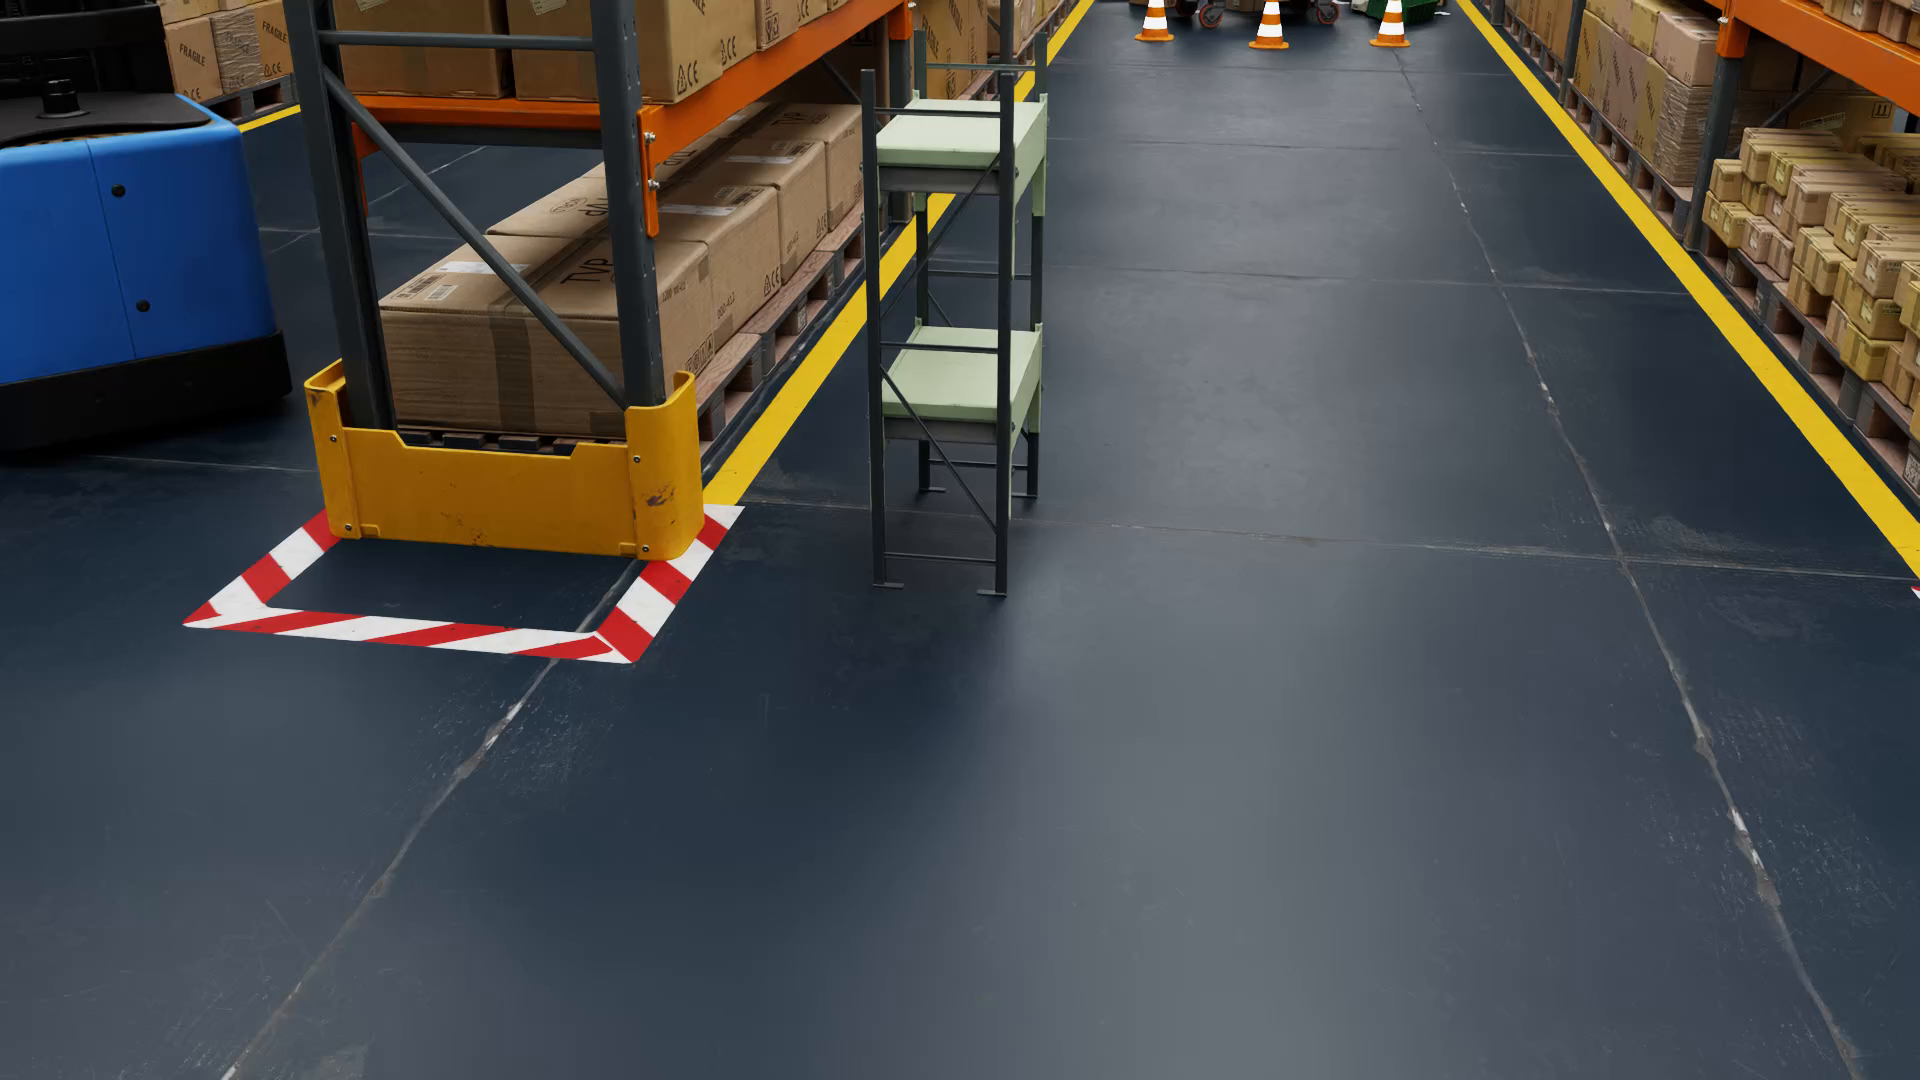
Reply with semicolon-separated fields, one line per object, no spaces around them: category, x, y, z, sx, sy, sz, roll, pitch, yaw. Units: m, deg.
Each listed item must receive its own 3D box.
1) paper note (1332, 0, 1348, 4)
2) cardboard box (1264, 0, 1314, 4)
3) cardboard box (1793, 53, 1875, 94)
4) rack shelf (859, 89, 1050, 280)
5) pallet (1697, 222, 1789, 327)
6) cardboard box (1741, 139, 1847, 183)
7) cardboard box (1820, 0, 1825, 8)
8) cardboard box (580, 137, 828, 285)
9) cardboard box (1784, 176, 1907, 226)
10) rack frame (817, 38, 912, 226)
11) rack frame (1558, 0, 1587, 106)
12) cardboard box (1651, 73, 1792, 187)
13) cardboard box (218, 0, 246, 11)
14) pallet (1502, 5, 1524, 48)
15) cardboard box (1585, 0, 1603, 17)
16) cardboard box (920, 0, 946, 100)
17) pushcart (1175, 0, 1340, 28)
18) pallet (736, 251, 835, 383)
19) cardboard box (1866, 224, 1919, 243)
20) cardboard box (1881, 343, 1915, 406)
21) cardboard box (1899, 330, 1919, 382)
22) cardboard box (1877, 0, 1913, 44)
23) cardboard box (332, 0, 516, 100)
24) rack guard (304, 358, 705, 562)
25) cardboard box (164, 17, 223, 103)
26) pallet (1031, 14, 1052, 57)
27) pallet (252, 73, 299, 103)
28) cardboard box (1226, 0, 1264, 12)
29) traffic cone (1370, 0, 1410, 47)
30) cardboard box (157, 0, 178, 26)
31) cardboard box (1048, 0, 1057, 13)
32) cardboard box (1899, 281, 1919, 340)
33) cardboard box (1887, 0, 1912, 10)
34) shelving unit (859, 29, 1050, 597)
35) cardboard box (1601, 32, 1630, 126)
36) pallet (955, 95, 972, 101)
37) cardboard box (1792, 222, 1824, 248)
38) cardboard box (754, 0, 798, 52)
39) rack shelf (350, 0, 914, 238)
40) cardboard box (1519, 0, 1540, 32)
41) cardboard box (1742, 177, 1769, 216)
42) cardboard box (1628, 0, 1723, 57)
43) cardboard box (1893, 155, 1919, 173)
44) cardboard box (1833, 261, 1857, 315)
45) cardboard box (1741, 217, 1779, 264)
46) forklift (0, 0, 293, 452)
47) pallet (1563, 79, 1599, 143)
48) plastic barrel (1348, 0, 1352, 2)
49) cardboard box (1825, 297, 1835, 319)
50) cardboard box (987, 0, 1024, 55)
paper note;3.864;-5.475;16.921;0.172;0.023;0.155;13;28;26
cardboard box;3.267;-5.732;16.741;0.797;0.637;0.503;4;25;9
cardboard box;4.522;-2.471;8.560;0.500;0.250;0.500;3;25;6
rack shelf;0.001;-1.036;4.773;0.431;0.370;0.720;4;25;9
pallet;4.066;-1.237;7.643;1.003;0.211;1.213;4;25;9
cardboard box;3.776;-1.711;7.532;0.380;0.149;0.250;5;26;11
cardboard box;3.760;-2.232;6.776;0.380;0.149;0.250;3;25;6
cardboard box;-1.114;-1.484;7.409;0.875;0.438;0.875;3;25;7
cardboard box;3.641;-1.390;6.847;0.380;0.149;0.250;5;25;10
rack frame;-0.760;-3.084;8.300;1.000;3.000;0.127;4;25;9
rack frame;4.794;-4.456;11.231;1.000;3.000;0.127;4;25;9
cardboard box;4.013;-2.168;8.797;0.500;0.500;0.500;4;25;8
cardboard box;-5.079;-3.674;11.249;0.380;0.149;0.250;3;25;6
pallet;5.396;-4.538;14.696;1.003;0.211;1.213;4;25;9
cardboard box;4.443;-3.582;10.933;0.500;0.250;0.500;3;25;6
cardboard box;-0.597;-2.955;10.035;0.875;0.875;0.875;5;26;10
pushcart;2.805;-5.105;15.711;1.648;0.377;0.936;-5;25;-10
pallet;-1.158;-0.996;7.130;1.003;0.211;1.213;4;25;9
cardboard box;3.584;-1.058;6.138;0.380;0.149;0.250;3;25;7
cardboard box;3.465;-0.567;5.790;0.380;0.149;0.250;4;25;9
cardboard box;3.375;-0.602;5.514;0.380;0.149;0.250;3;25;6
cardboard box;3.606;-1.904;6.076;0.380;0.149;0.250;5;26;10
cardboard box;-1.596;-1.676;5.175;0.500;0.500;0.500;4;25;9
rack guard;-1.417;-0.269;5.234;1.175;0.500;0.348;4;25;9
cardboard box;-5.193;-3.103;10.793;0.500;0.500;0.500;3;25;7
pallet;0.225;-4.329;14.250;1.003;0.211;1.213;4;25;9
pallet;-5.163;-3.526;12.535;1.003;0.211;1.213;4;25;9
cardboard box;2.798;-5.383;16.438;0.258;0.266;0.396;-14;29;-27
traffic cone;3.739;-4.524;14.368;0.336;0.463;0.334;4;25;9
cardboard box;-5.227;-3.356;10.570;0.380;0.149;0.250;4;25;8
cardboard box;0.350;-4.909;14.804;0.950;0.372;0.625;6;26;12
cardboard box;3.338;-0.736;5.449;0.380;0.149;0.250;3;25;7
cardboard box;3.561;-2.131;5.796;0.500;0.500;0.500;5;26;11
shelving unit;0.001;-0.682;4.938;0.431;1.500;0.755;4;25;9
cardboard box;4.269;-2.810;10.169;0.500;0.500;0.500;3;25;7
pallet;-0.511;-2.660;10.685;1.003;0.211;1.213;4;25;9
cardboard box;3.693;-1.245;6.888;0.380;0.149;0.250;5;26;11
cardboard box;-0.896;-2.062;5.999;0.500;0.500;0.500;4;25;8
rack shelf;-1.086;-1.921;6.665;1.077;0.370;4.000;4;25;9
cardboard box;5.274;-4.631;13.764;1.050;0.750;0.750;4;25;9
cardboard box;3.813;-1.575;7.594;0.380;0.149;0.250;4;25;9
cardboard box;4.182;-2.946;9.574;0.500;0.250;0.500;3;25;6
cardboard box;4.303;-1.570;7.232;0.380;0.149;0.250;4;25;8
cardboard box;3.507;-0.925;6.205;0.380;0.149;0.250;5;26;11
cardboard box;3.731;-1.333;7.427;0.380;0.149;0.250;4;25;8
forklift;-3.799;-2.194;6.480;1.130;2.935;3.031;-17;30;-32
pallet;4.665;-2.866;11.124;1.003;0.211;1.213;4;25;9
plastic barrel;4.120;-5.543;16.592;0.421;0.421;0.512;-20;32;-36
cardboard box;3.624;-0.891;6.484;0.380;0.149;0.250;5;25;10
cardboard box;-0.004;-3.992;12.845;0.950;0.372;0.625;2;25;5
